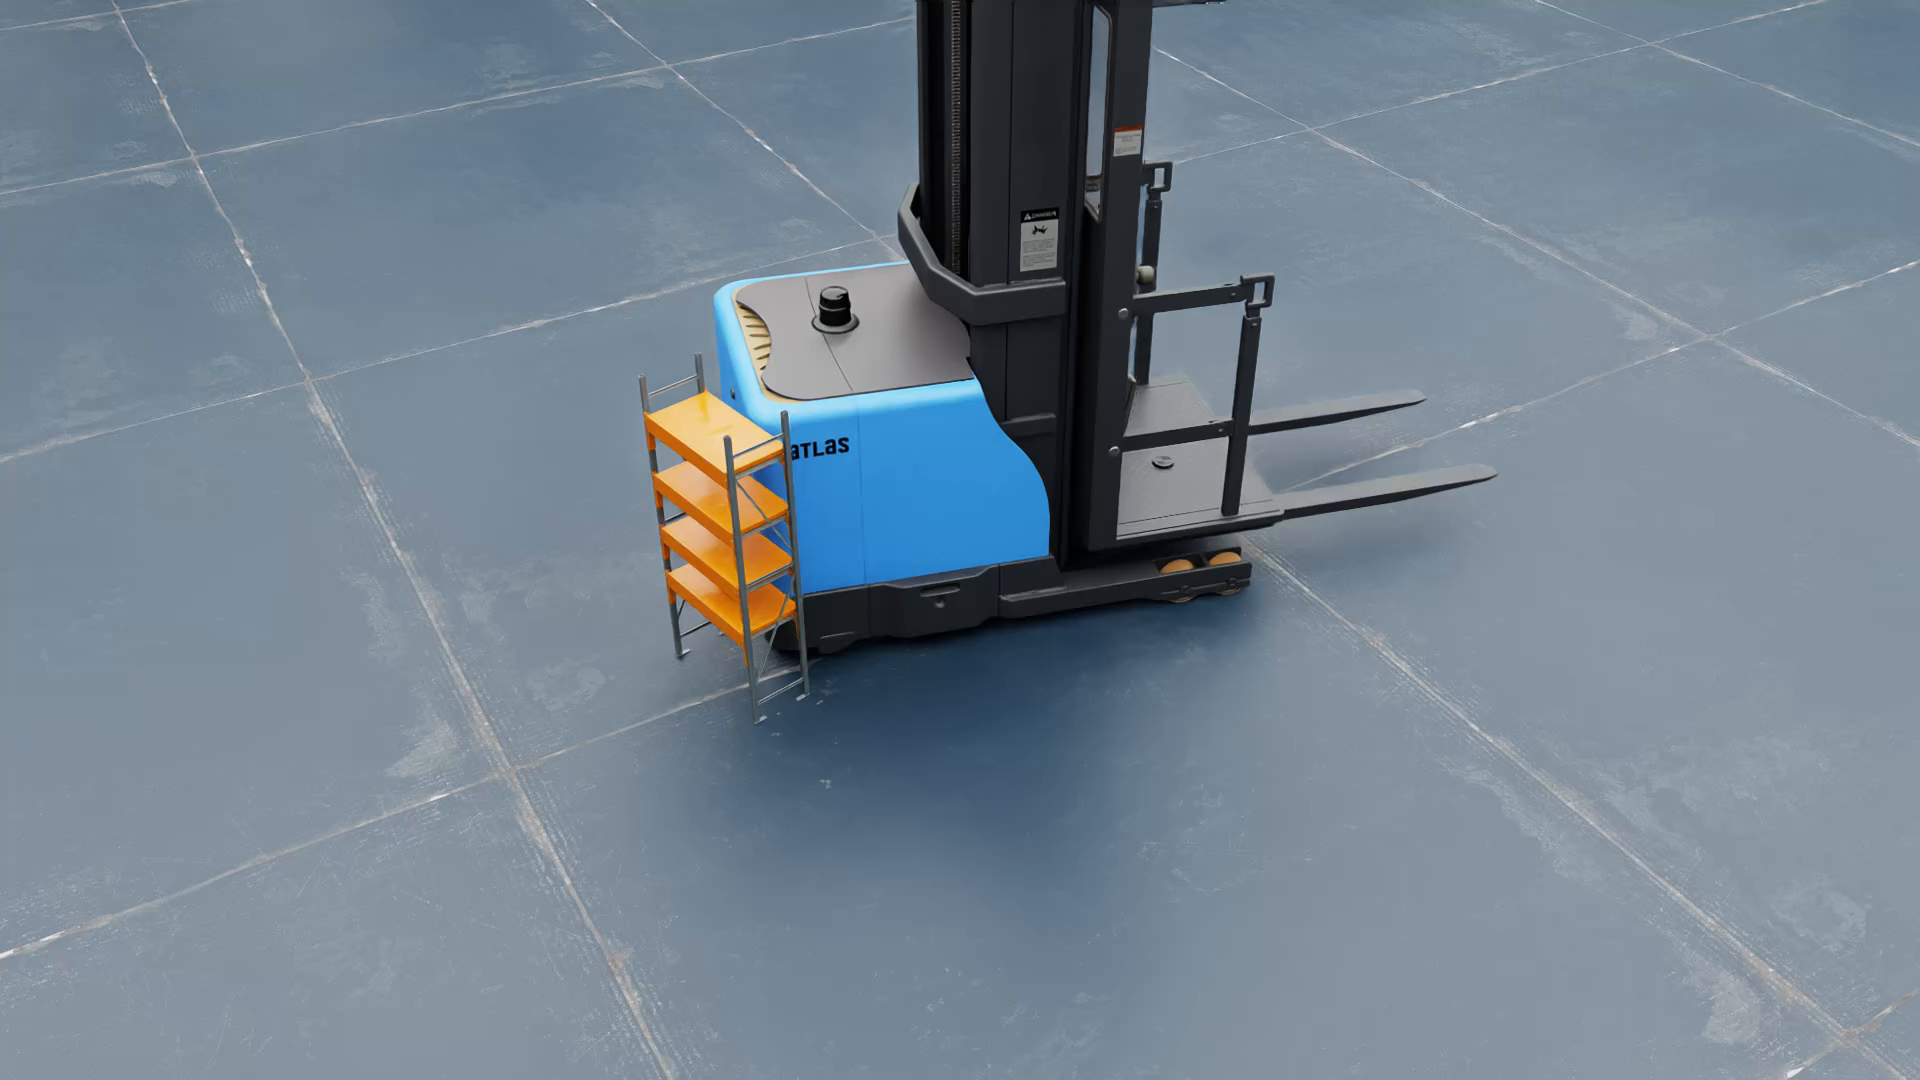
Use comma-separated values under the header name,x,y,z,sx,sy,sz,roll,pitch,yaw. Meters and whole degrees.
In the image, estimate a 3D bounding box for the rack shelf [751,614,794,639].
name,x,y,z,sx,sy,sz,roll,pitch,yaw
rack shelf,-0.798,0.202,5.858,0.199,0.029,0.442,-28,44,-32

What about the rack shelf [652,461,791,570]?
name,x,y,z,sx,sy,sz,roll,pitch,yaw
rack shelf,-0.799,-0.115,5.624,0.258,0.148,0.480,-28,44,-32

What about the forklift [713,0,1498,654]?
name,x,y,z,sx,sy,sz,roll,pitch,yaw
forklift,0.635,-1.234,5.955,3.031,2.935,1.130,-9,37,-12

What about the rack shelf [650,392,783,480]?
name,x,y,z,sx,sy,sz,roll,pitch,yaw
rack shelf,-0.800,-0.338,5.461,0.221,0.050,0.457,-28,44,-32

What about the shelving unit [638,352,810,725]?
name,x,y,z,sx,sy,sz,roll,pitch,yaw
shelving unit,-0.798,0.011,5.717,0.258,1.200,0.503,-28,44,-32

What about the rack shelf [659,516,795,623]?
name,x,y,z,sx,sy,sz,roll,pitch,yaw
rack shelf,-0.798,0.065,5.757,0.258,0.148,0.480,-28,44,-32

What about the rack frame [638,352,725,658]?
name,x,y,z,sx,sy,sz,roll,pitch,yaw
rack frame,-0.959,-0.098,5.865,0.240,1.200,0.015,-28,44,-32

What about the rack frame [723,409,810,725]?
name,x,y,z,sx,sy,sz,roll,pitch,yaw
rack frame,-0.638,0.119,5.569,0.240,1.200,0.015,-28,44,-32
